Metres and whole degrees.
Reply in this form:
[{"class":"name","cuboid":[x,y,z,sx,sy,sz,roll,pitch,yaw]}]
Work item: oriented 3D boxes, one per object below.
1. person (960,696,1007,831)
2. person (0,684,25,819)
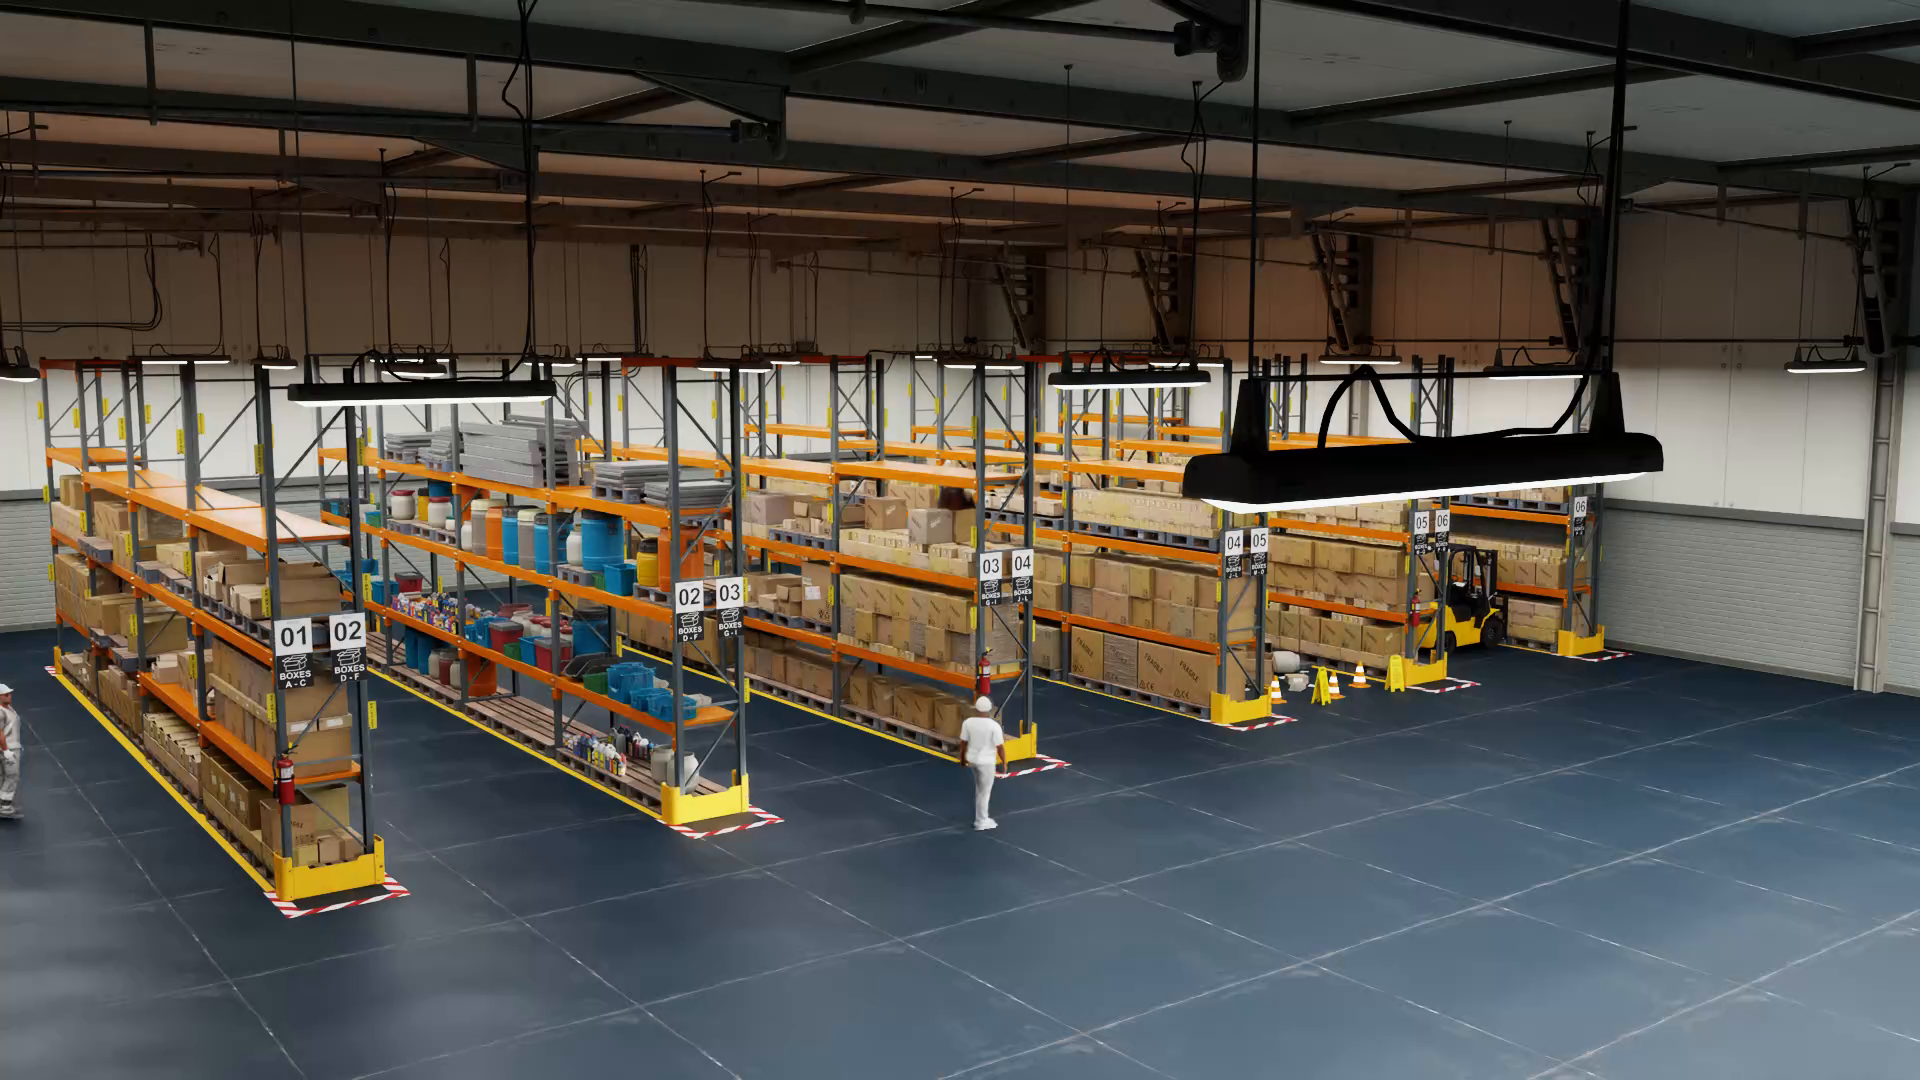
[{"class":"person","cuboid":[0.339,2.890,21.602,0.585,1.792,0.604,-6,9,-40]},{"class":"person","cuboid":[-12.653,2.810,22.120,0.423,1.829,0.572,-6,9,-39]}]
